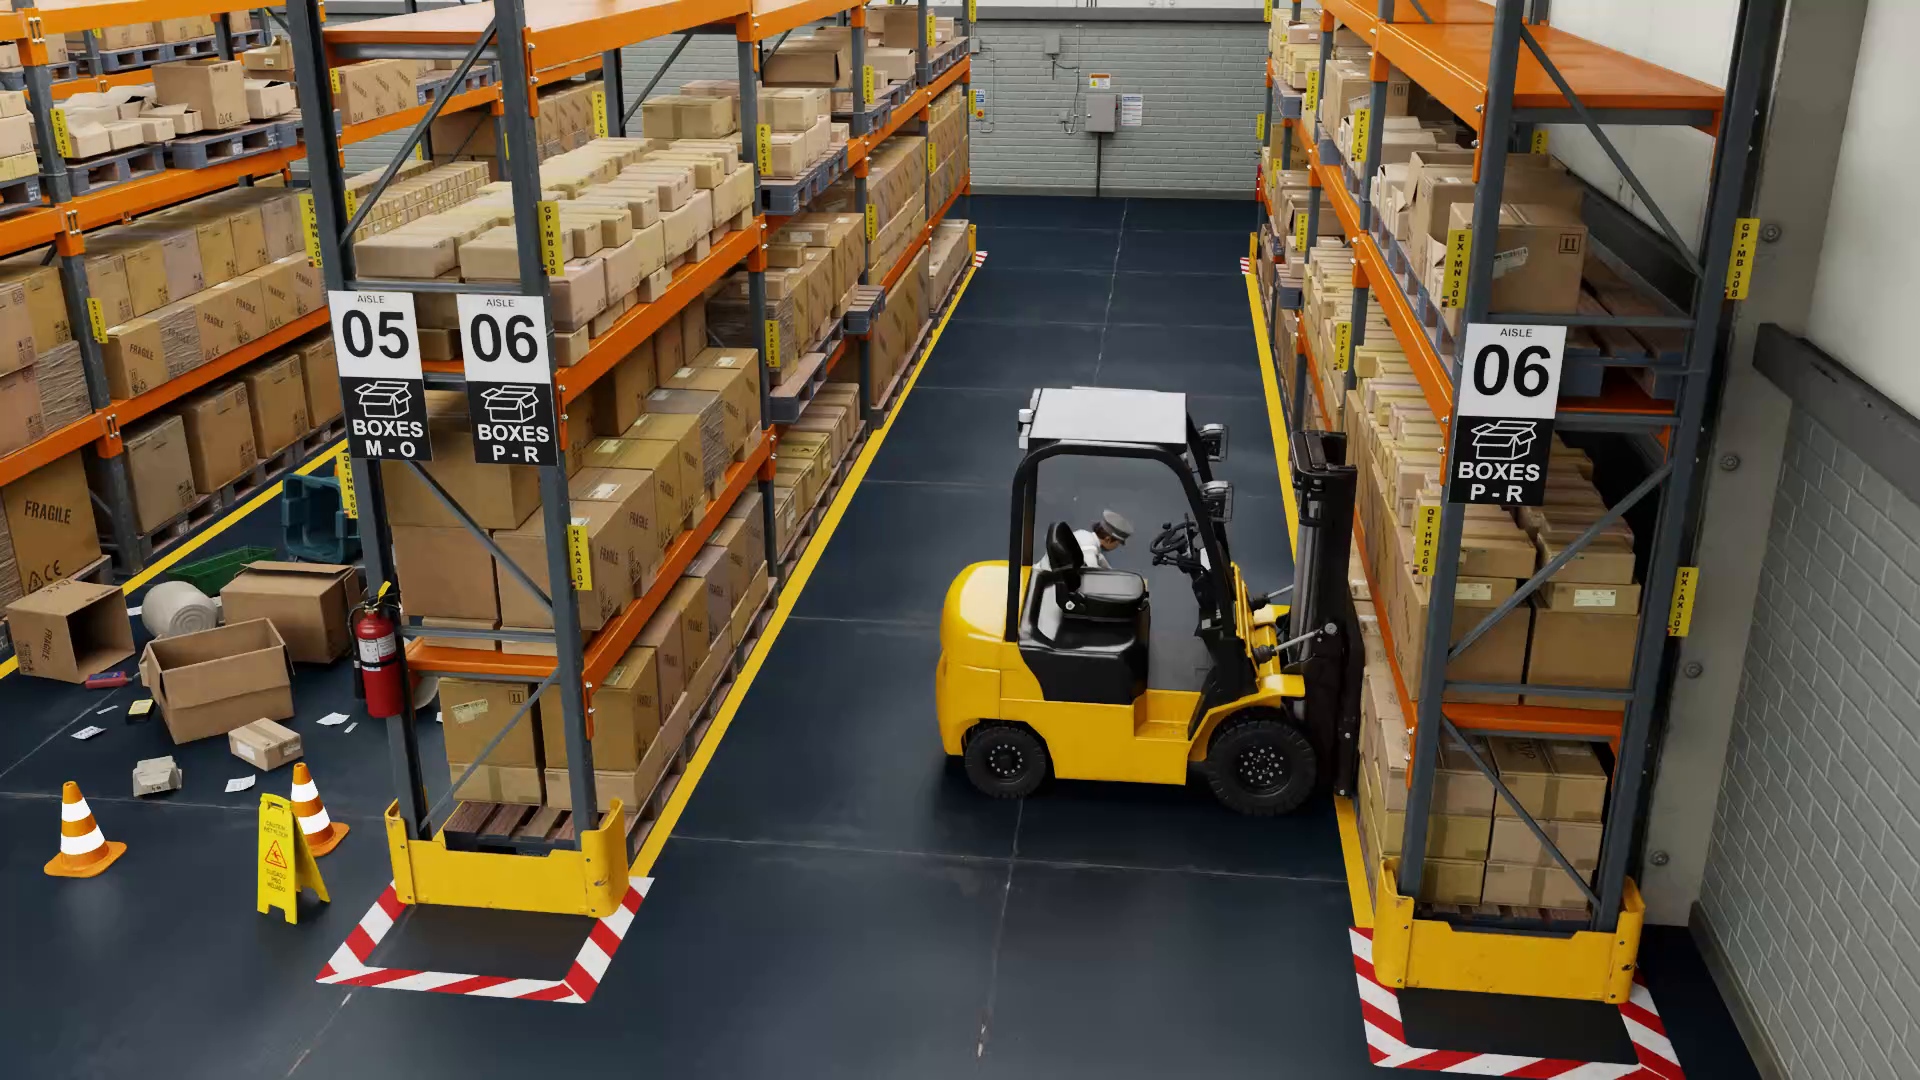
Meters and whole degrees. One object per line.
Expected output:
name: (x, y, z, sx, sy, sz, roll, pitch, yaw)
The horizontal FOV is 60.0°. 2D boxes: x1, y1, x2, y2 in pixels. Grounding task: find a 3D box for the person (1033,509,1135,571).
person: (0.826, 0.276, 11.356, 0.815, 0.967, 0.496, 2, 21, 6)
